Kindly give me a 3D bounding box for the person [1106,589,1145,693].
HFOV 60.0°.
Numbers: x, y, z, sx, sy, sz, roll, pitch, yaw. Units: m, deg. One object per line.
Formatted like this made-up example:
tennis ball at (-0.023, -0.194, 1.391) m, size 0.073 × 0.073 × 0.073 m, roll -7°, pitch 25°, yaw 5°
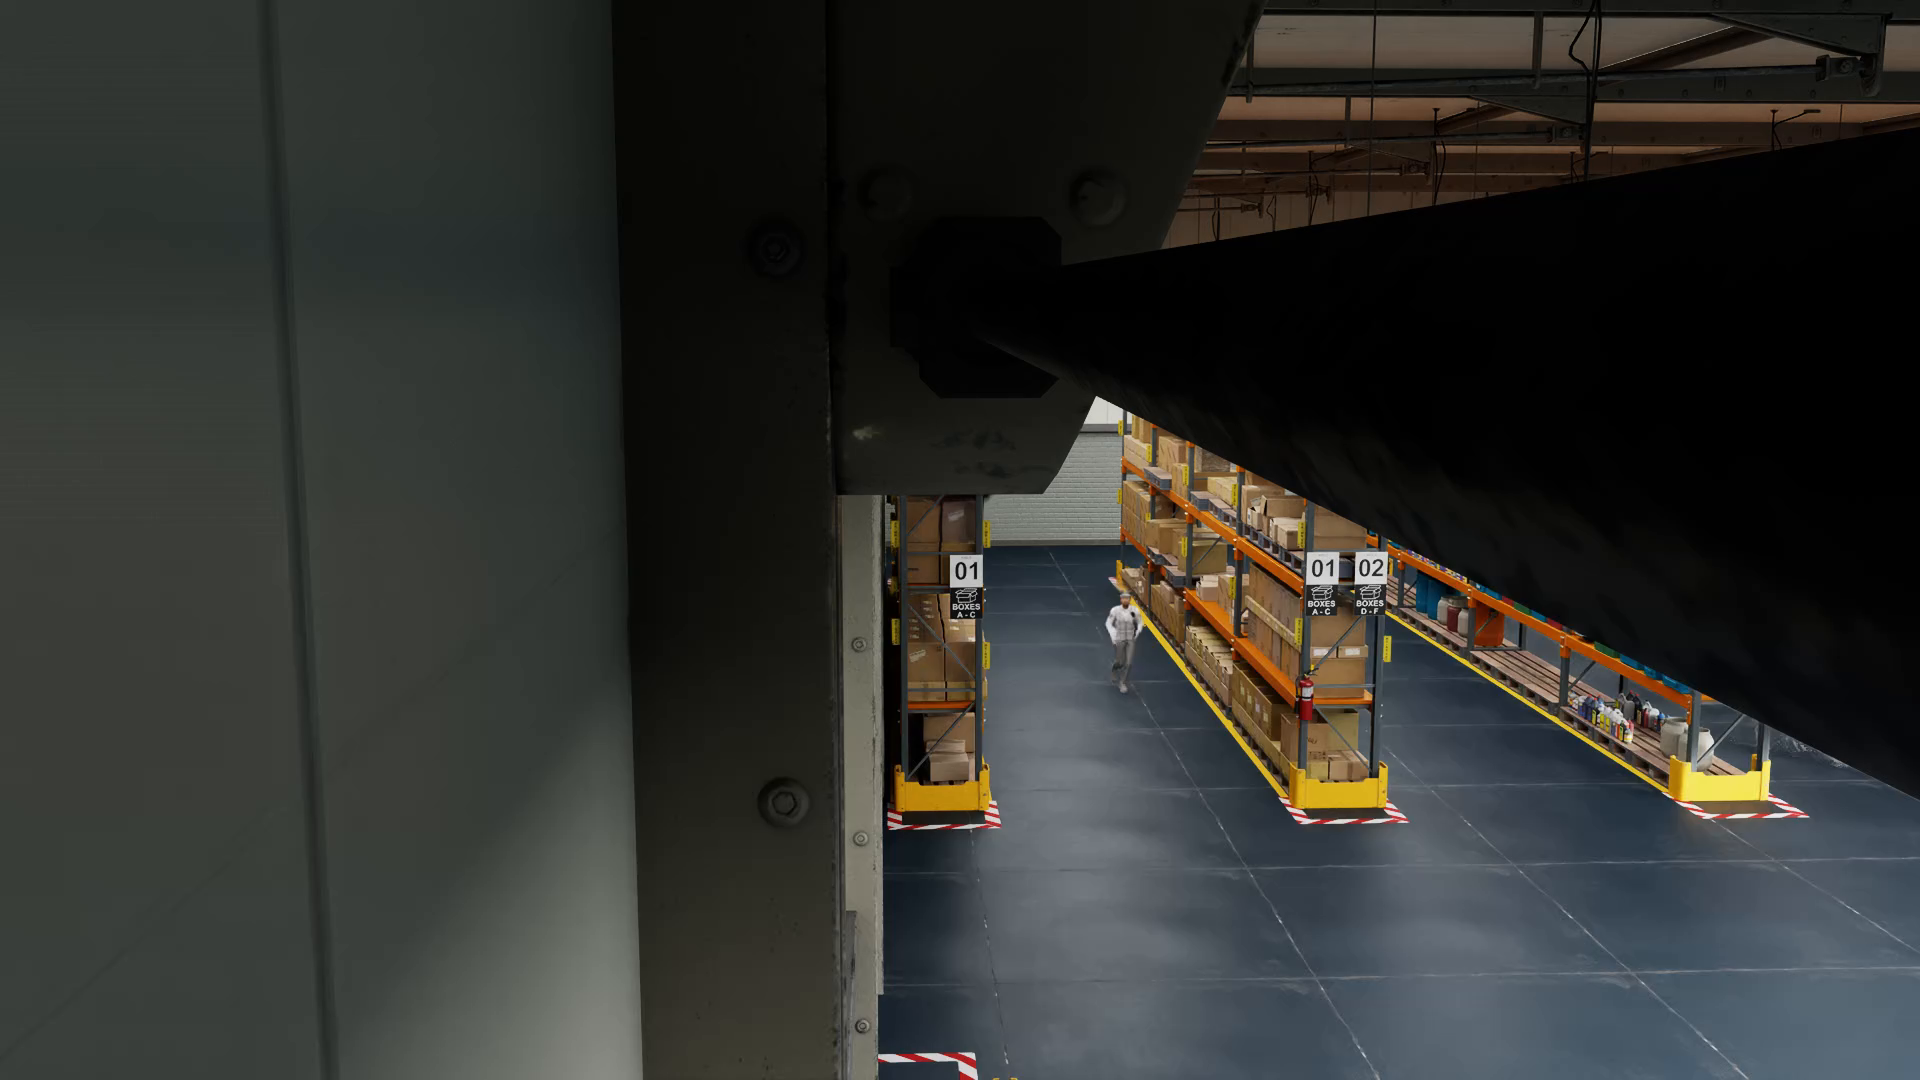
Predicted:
person at (2.656, 1.600, 26.659) m, size 0.609 × 1.671 × 0.586 m, roll 0°, pitch 8°, yaw -2°
